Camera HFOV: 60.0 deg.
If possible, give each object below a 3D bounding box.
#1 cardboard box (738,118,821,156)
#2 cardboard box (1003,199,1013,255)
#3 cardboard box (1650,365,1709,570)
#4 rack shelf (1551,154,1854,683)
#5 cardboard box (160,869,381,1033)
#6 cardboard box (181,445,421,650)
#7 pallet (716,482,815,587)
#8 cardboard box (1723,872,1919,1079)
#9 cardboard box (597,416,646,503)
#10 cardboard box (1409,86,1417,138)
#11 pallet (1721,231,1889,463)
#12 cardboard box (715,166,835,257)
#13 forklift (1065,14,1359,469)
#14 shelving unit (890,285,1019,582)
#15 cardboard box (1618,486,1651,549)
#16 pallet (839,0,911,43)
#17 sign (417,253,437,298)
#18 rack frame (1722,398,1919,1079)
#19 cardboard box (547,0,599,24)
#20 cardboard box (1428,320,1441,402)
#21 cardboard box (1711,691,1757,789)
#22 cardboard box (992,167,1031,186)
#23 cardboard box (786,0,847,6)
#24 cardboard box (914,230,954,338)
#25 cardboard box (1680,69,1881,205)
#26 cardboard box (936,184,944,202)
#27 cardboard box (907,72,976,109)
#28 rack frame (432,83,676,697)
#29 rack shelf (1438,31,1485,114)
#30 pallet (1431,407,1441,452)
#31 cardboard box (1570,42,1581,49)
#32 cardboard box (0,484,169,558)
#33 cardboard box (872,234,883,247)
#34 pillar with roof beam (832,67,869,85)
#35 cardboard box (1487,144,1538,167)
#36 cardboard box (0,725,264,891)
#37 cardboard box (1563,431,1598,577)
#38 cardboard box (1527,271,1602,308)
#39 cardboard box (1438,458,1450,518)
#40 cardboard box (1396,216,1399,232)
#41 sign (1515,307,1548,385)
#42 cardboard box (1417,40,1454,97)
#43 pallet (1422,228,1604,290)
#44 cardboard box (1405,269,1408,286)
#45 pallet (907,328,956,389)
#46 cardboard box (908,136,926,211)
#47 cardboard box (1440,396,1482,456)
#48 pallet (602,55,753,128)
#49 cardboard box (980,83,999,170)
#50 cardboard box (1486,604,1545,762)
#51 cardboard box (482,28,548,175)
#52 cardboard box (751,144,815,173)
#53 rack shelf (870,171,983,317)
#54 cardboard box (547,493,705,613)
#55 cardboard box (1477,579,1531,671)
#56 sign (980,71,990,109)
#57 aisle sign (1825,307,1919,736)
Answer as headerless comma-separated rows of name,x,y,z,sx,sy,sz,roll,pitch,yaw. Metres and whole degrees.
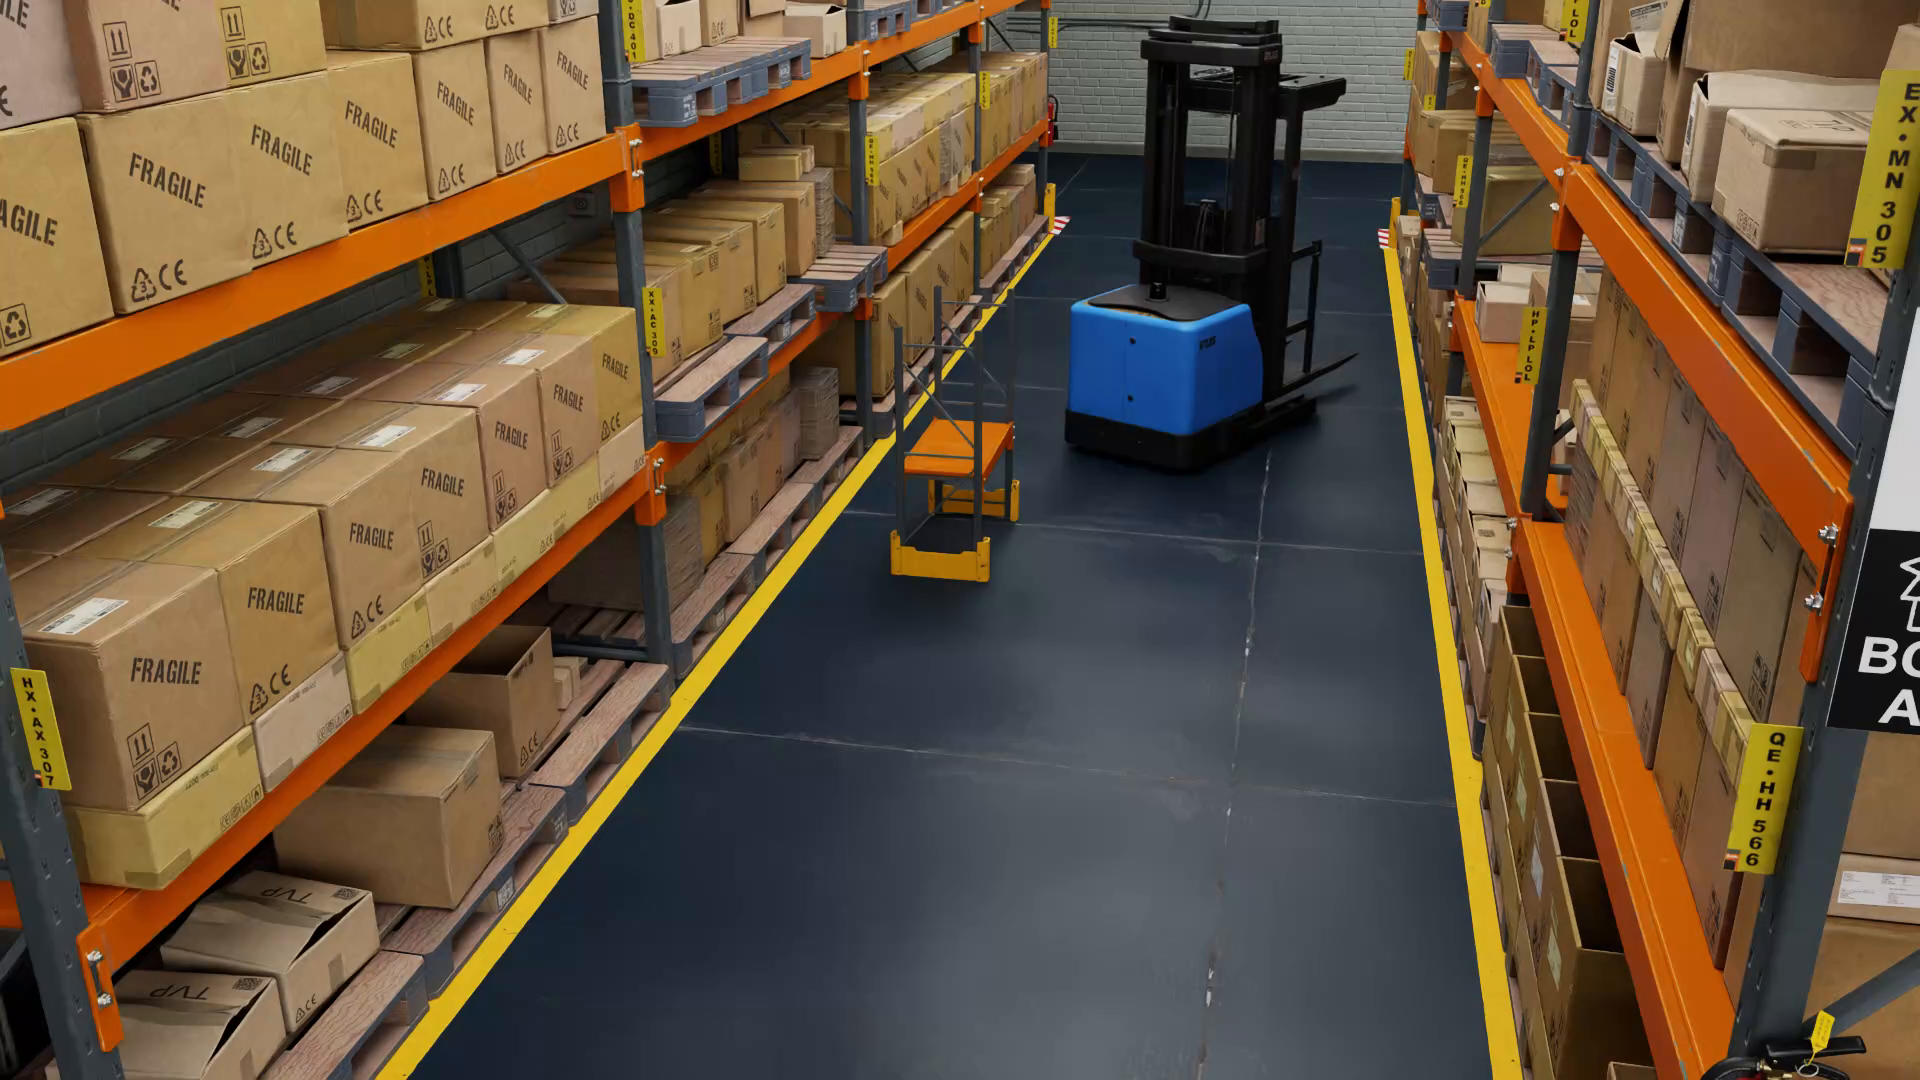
cardboard box,-1.293,-2.832,11.807,0.500,0.250,0.500,5,22,12
cardboard box,0.151,-3.240,17.166,0.700,0.500,0.500,5,22,12
cardboard box,2.511,-0.200,4.965,0.700,0.500,0.500,4,22,11
rack shelf,2.495,-0.592,4.755,1.077,0.370,4.000,4,22,11
cardboard box,-2.418,1.410,5.849,0.500,0.311,0.500,6,23,15
cardboard box,-2.150,0.013,5.475,0.500,0.500,0.500,4,22,9
pallet,-1.543,-0.081,10.271,1.003,0.211,1.213,4,22,11
cardboard box,2.194,0.981,3.768,0.700,0.500,0.500,4,22,11
cardboard box,-1.747,-0.385,7.469,0.500,0.250,0.500,5,22,11
cardboard box,4.903,-4.369,17.053,0.500,0.500,0.500,4,22,10
pallet,2.256,-0.410,3.459,1.003,0.211,1.213,4,22,11
cardboard box,-1.217,-2.182,11.035,0.700,0.500,0.500,2,22,5
forklift,2.060,-2.327,12.208,1.130,2.935,3.031,16,27,35
shelving unit,-0.016,-0.668,10.004,0.587,1.500,1.083,4,22,11
cardboard box,2.399,-0.058,5.479,0.380,0.149,0.250,4,22,9
pallet,-1.052,-3.648,11.634,1.213,0.211,1.003,6,23,13
sign,-2.492,-1.220,7.817,0.100,0.325,0.005,4,22,11
rack frame,2.086,1.197,3.365,1.000,3.000,0.127,4,22,11
cardboard box,-1.784,-2.349,6.656,0.500,0.500,0.500,3,22,6
cardboard box,3.786,-1.322,12.378,0.500,0.500,0.500,4,22,9
cardboard box,2.082,0.507,4.079,0.380,0.149,0.250,4,22,10
cardboard box,0.557,-3.949,18.058,0.380,0.149,0.250,5,22,12
cardboard box,-1.090,-3.925,11.346,0.700,0.500,0.500,3,22,7
cardboard box,-0.499,-2.192,14.097,0.750,0.750,0.750,5,23,13
cardboard box,2.177,-1.057,4.317,0.500,0.311,0.500,7,23,17
cardboard box,-0.344,-2.944,13.958,0.380,0.149,0.250,4,22,11
cardboard box,-0.160,-3.919,14.506,0.500,0.250,0.500,5,22,12
rack frame,-1.948,-0.642,7.932,1.000,3.000,0.127,4,22,11
rack shelf,4.127,-3.518,12.020,1.077,0.370,4.000,4,22,11
pallet,3.908,-0.705,11.822,1.003,0.211,1.213,4,22,11
cardboard box,3.464,-2.673,8.600,0.500,0.250,0.500,4,22,10
cardboard box,-2.763,0.162,5.107,0.500,0.500,0.500,5,22,12
cardboard box,-0.777,-2.192,12.090,0.380,0.149,0.250,5,22,12
pillar with roof beam,3.195,-6.344,14.060,9.100,9.000,0.400,4,22,11
cardboard box,4.111,-2.528,11.920,0.700,0.500,0.500,9,24,21
cardboard box,-2.353,0.727,4.707,0.500,0.250,0.500,4,22,9
cardboard box,2.818,-0.149,6.575,0.700,0.500,0.500,4,22,10
cardboard box,3.392,-1.160,9.084,0.500,0.500,0.500,3,22,8
cardboard box,3.223,-0.295,10.188,0.500,0.250,0.500,4,22,9
cardboard box,4.929,-3.409,18.030,0.380,0.149,0.250,4,22,11
sign,2.369,-0.804,6.890,0.100,0.325,0.005,4,22,11
cardboard box,4.796,-4.648,16.406,0.500,0.500,0.500,5,22,12
pallet,3.788,-1.893,11.295,1.213,0.211,1.003,4,22,11
cardboard box,4.391,-2.445,15.636,0.380,0.149,0.250,4,22,11
pallet,-0.646,-1.539,13.891,1.003,0.211,1.213,4,22,11
cardboard box,-0.563,-2.829,12.803,0.500,0.500,0.500,4,22,11
cardboard box,3.325,-0.739,10.540,0.500,0.311,0.500,5,23,13
pallet,-1.717,-2.164,7.947,1.213,0.211,1.003,4,22,11
cardboard box,-0.188,-3.904,15.630,0.980,0.700,0.700,5,22,12
cardboard box,2.502,0.613,6.931,0.500,0.500,0.500,4,22,11
cardboard box,-1.924,-1.701,6.387,0.500,0.500,0.500,3,22,6
cardboard box,-1.172,-2.528,11.023,0.380,0.149,0.250,2,22,4
rack shelf,-0.723,-2.502,13.515,1.077,0.370,4.000,4,22,11
cardboard box,-1.814,0.043,8.988,0.700,0.500,0.500,5,23,13
cardboard box,2.705,0.385,7.750,0.500,0.311,0.500,4,22,11
sign,0.218,-4.030,14.901,0.100,0.325,0.005,4,22,11
aisle sign,1.786,-0.007,2.876,0.394,0.787,0.004,4,22,11
